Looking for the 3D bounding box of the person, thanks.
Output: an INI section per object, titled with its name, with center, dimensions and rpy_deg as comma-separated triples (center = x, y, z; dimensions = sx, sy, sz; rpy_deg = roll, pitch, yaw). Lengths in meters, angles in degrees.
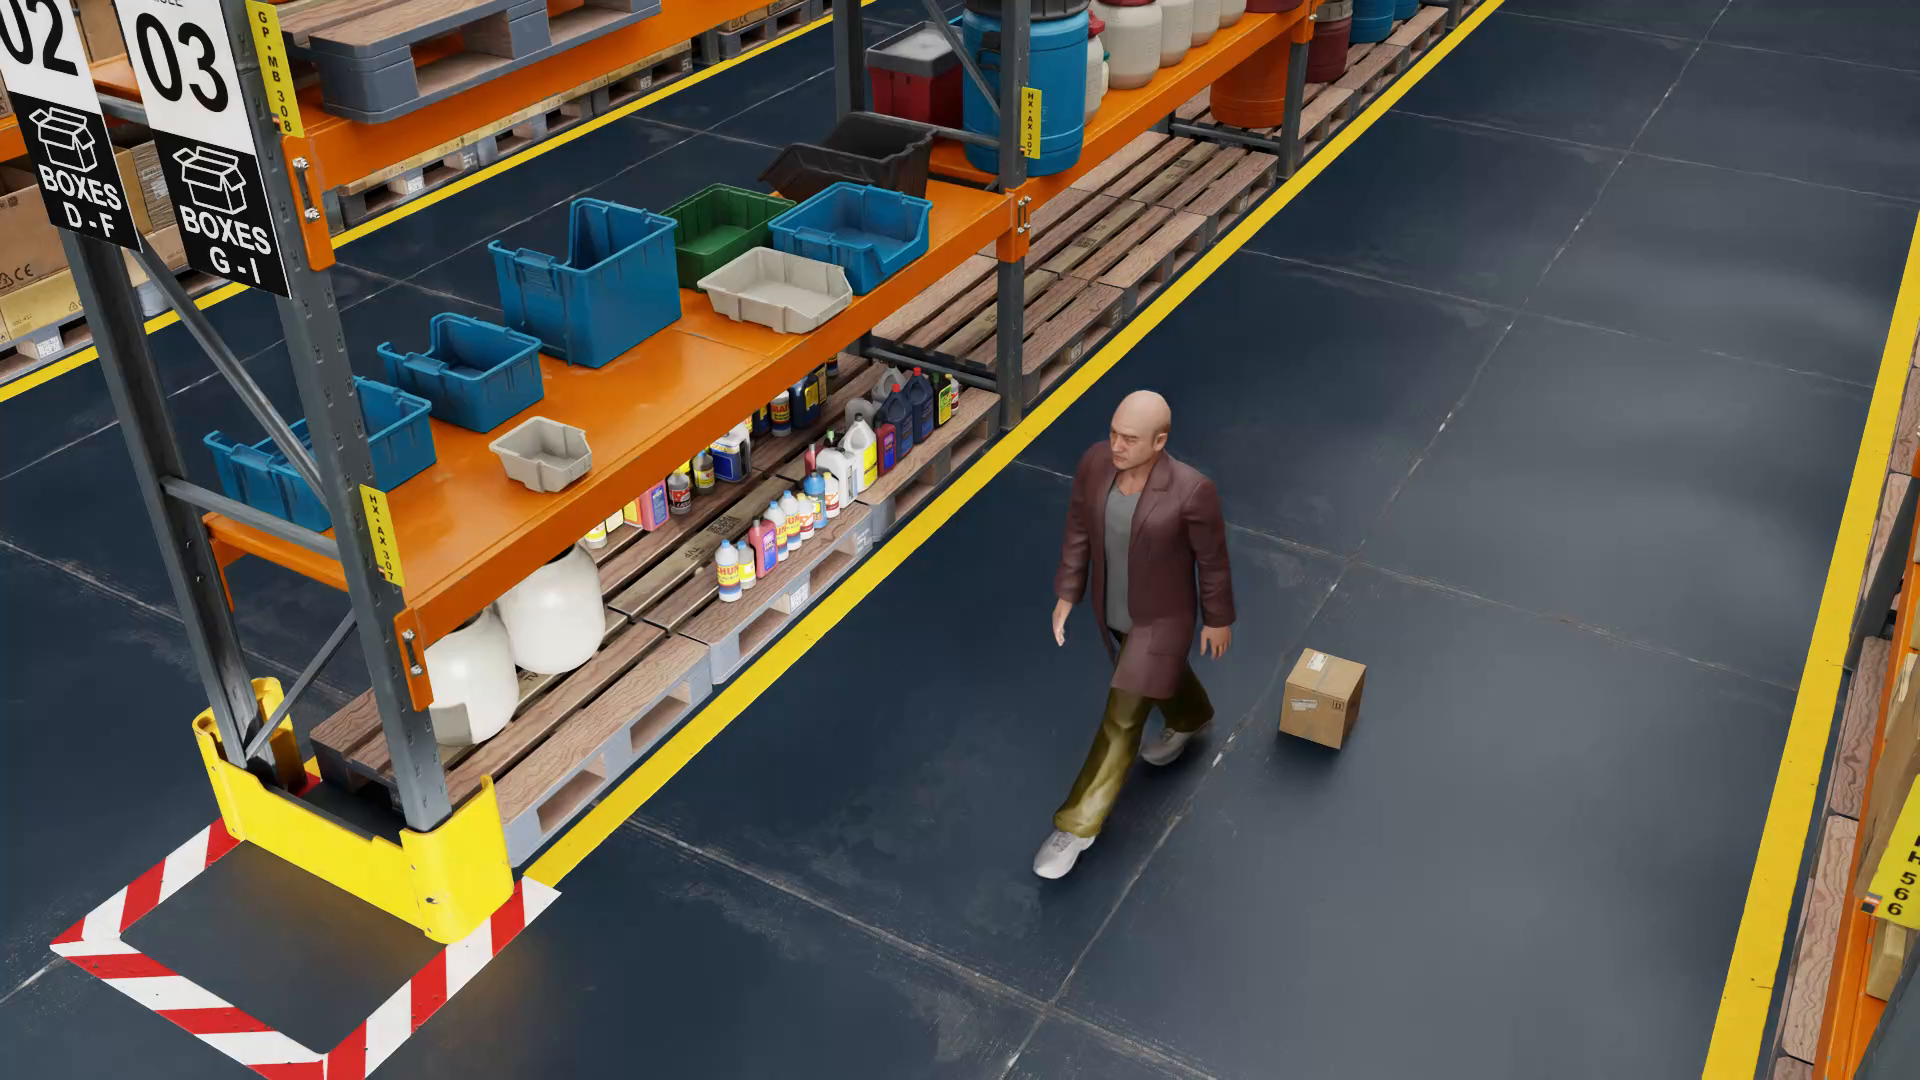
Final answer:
[person]
center = 0.584, 0.244, 5.777
dimensions = 1.129, 1.708, 0.603
rpy_deg = -27, 42, -34
